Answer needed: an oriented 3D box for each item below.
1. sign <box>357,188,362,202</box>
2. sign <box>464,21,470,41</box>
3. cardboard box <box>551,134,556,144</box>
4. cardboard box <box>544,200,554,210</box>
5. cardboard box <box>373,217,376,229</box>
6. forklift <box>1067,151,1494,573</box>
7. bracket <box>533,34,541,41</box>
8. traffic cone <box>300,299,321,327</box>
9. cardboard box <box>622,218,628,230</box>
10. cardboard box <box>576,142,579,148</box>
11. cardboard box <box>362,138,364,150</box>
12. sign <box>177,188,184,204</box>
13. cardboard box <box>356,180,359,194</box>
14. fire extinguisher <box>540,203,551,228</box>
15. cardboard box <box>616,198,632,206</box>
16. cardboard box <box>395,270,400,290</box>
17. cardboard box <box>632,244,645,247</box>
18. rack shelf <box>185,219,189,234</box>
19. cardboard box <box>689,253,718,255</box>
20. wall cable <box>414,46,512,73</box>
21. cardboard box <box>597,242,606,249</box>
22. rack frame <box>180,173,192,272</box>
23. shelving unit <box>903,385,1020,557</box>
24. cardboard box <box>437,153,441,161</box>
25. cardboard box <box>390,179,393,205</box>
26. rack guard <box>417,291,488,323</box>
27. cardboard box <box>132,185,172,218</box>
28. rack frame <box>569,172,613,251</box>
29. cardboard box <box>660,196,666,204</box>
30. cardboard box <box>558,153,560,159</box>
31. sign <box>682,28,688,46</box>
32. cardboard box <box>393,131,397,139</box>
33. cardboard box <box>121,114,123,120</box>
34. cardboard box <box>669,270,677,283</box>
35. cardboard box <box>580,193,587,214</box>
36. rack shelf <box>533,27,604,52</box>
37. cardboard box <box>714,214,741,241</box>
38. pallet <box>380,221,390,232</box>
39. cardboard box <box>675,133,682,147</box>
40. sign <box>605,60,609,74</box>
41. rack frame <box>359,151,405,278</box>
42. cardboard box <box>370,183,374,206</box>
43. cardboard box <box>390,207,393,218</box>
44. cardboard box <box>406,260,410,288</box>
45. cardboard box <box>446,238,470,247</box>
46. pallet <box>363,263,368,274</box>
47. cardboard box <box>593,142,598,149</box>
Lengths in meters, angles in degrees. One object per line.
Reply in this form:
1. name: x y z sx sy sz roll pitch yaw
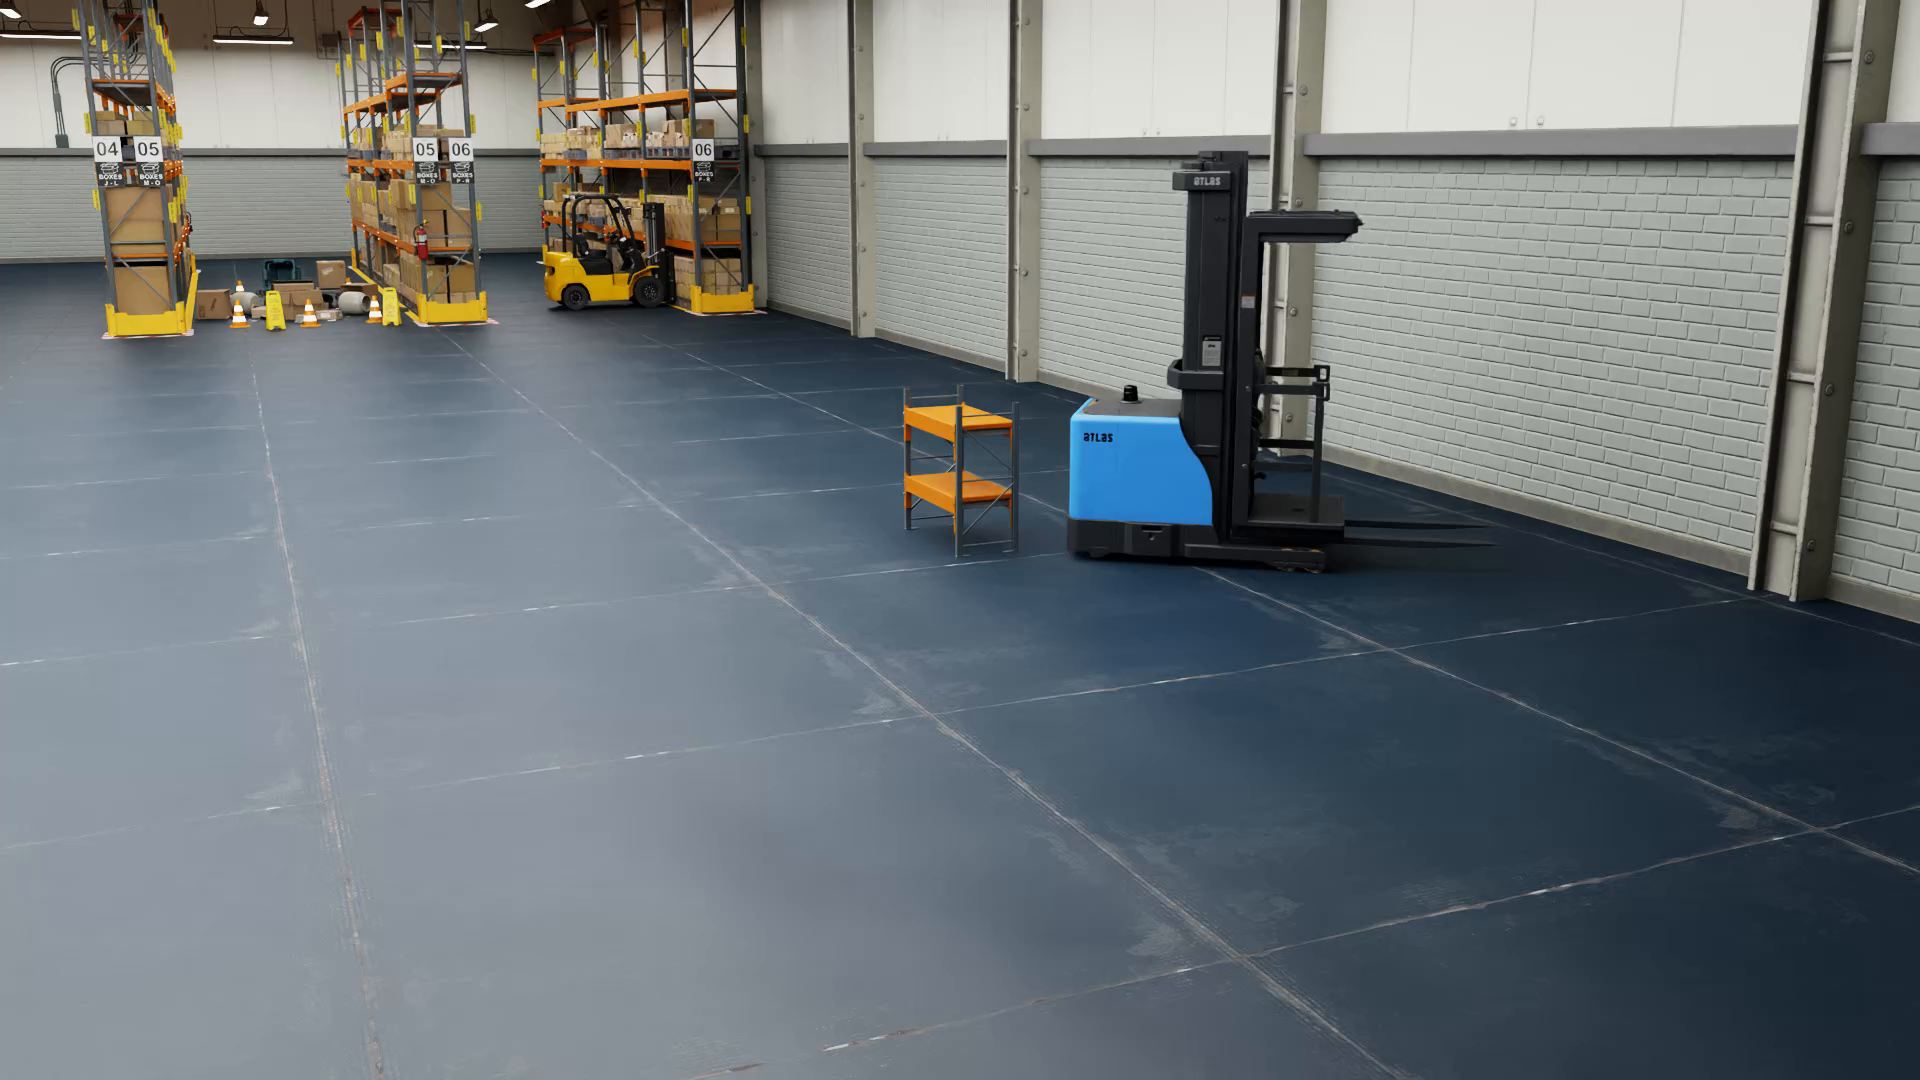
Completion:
1. sign: -14.391 -8.275 39.877 0.100 0.325 0.005 -6 14 -23
2. sign: -8.579 -8.852 28.911 0.100 0.325 0.005 -6 14 -23
3. cardboard box: -10.378 -10.490 43.452 0.500 0.250 0.500 -5 14 -21
4. cardboard box: -11.004 -9.095 45.186 0.500 0.250 0.500 -6 14 -23
5. cardboard box: -12.941 -7.151 37.448 0.500 0.250 0.500 -5 14 -22
6. forklift: 2.361 -1.324 12.089 3.031 2.935 1.130 3 13 12
7. bracket: -12.634 -14.999 49.737 0.235 0.232 0.430 -6 14 -23
8. traffic cone: -11.312 -3.952 28.919 0.336 0.463 0.334 -6 14 -23
9. cardboard box: -7.165 -6.984 36.725 0.500 0.250 0.500 -5 14 -21
10. cardboard box: -9.077 -9.545 40.211 0.380 0.149 0.250 -5 14 -22
11. cardboard box: -13.472 -9.057 38.064 0.396 0.266 0.258 -4 14 -18
12. sign: -16.269 -7.186 34.698 0.100 0.325 0.005 -6 14 -23
13. cardboard box: -14.521 -8.579 40.847 0.500 0.500 0.500 -6 14 -24
14. fire extinguisher: -11.422 -8.910 45.714 0.296 0.674 0.183 -6 14 -23
15. cardboard box: -7.526 -7.602 37.402 0.380 0.149 0.250 -5 14 -22
16. cardboard box: -11.182 -5.393 34.417 0.950 0.372 0.625 -5 14 -19
17. cardboard box: -7.658 -6.927 39.320 0.380 0.149 0.250 -5 14 -20
18. rack shelf: -19.180 -7.460 40.046 1.077 0.370 4.000 -6 14 -23
19. cardboard box: -5.142 -5.617 33.438 0.500 0.250 0.500 -6 14 -24
20. wall cable: -14.765 -13.094 49.404 2.988 3.039 0.133 -6 14 -23
21. cardboard box: -8.532 -7.092 40.035 0.380 0.149 0.250 -6 14 -24
22. rack frame: -19.981 -8.224 41.750 1.000 3.000 0.127 -6 14 -23
23. shelving unit: -0.003 -0.549 12.749 0.538 1.125 1.048 -6 14 -23
24. cardboard box: -9.296 -6.976 30.263 0.380 0.149 0.250 -6 14 -23
25. cardboard box: -10.701 -6.783 32.425 0.700 0.500 0.500 -6 14 -24
26. rack guard: -9.107 -4.184 29.839 1.175 0.500 0.348 -6 14 -23
27. cardboard box: -14.090 -5.831 28.683 0.875 0.550 0.550 -6 14 -23
28. rack frame: -9.337 -8.315 42.142 1.000 3.000 0.127 -6 14 -23
29. cardboard box: -5.841 -6.867 33.569 0.380 0.149 0.250 -6 14 -24
30. cardboard box: -10.228 -9.969 43.194 0.380 0.149 0.250 -5 14 -22
31. sign: -5.033 -9.206 30.440 0.100 0.325 0.005 -6 14 -23
32. cardboard box: -10.543 -7.682 31.547 0.380 0.149 0.250 -6 14 -23
33. cardboard box: -14.929 -7.409 29.213 0.380 0.149 0.250 -5 14 -22
34. cardboard box: -5.429 -5.226 32.854 0.500 0.250 0.500 -6 14 -24
35. cardboard box: -8.826 -8.179 40.402 0.700 0.500 0.500 -6 14 -23
36. rack shelf: -10.138 -12.919 42.957 1.077 0.370 4.000 -6 14 -23
37. cardboard box: -4.474 -6.011 31.969 0.500 0.500 0.500 -5 14 -21
38. pallet: -11.898 -6.808 36.058 1.213 0.211 1.003 -6 14 -23
39. cardboard box: -5.242 -7.681 31.896 0.396 0.266 0.258 -6 14 -23
40. sign: -8.831 -11.821 41.564 0.100 0.325 0.005 -6 14 -23
41. rack frame: -13.884 -7.865 40.202 1.000 3.000 0.127 -6 14 -23
42. cardboard box: -12.941 -7.763 37.321 0.500 0.500 0.500 -5 14 -22
43. cardboard box: -11.274 -6.788 33.733 0.500 0.500 0.500 -6 14 -23
44. cardboard box: -10.259 -5.080 31.670 0.500 0.500 0.500 -5 14 -20
45. cardboard box: -9.023 -5.353 29.902 0.380 0.149 0.250 -6 14 -23
46. pallet: -14.609 -6.923 42.316 1.003 0.211 1.213 -6 14 -23
47. cardboard box: -8.405 -9.281 39.116 0.380 0.149 0.250 -6 14 -23
